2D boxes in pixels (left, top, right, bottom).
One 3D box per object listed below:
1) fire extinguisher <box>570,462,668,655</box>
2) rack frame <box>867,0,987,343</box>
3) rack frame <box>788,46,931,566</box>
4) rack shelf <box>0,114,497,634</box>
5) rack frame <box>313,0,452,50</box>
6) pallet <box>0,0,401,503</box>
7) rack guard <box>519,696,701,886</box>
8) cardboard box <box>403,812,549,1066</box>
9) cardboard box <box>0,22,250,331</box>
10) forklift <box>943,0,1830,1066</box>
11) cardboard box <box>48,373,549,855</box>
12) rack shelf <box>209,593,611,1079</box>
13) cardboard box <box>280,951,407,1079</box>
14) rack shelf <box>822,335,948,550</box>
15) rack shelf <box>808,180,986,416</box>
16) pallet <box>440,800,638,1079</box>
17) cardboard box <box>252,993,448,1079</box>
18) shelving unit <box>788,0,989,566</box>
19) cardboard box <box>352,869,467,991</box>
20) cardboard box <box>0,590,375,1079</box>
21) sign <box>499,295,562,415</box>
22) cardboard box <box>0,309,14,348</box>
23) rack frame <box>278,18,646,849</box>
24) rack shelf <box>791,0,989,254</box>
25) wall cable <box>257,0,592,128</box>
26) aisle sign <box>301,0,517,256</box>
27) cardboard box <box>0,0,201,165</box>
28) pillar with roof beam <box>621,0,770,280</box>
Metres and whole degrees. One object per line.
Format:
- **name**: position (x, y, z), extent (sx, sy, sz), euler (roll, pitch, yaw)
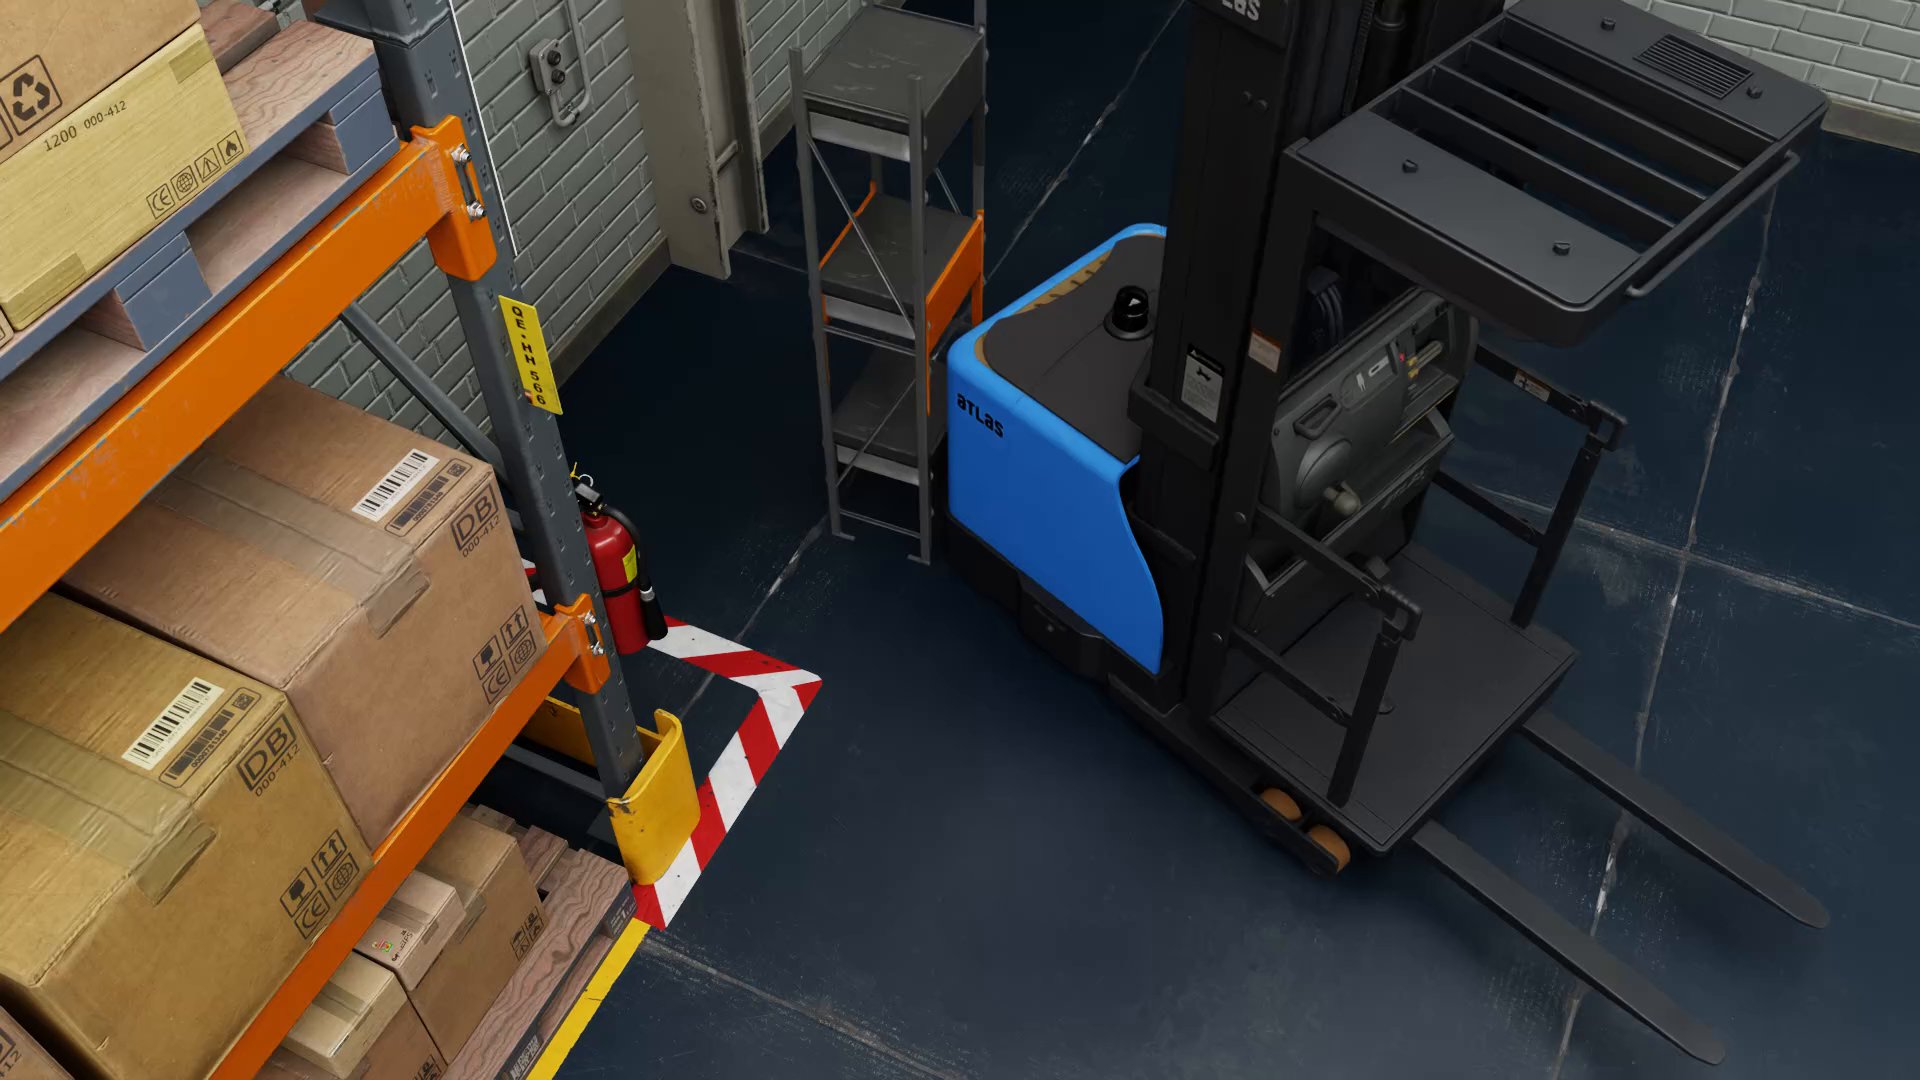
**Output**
- **fire extinguisher**: position (-0.962, 0.049, 4.535), extent (0.296, 0.674, 0.183), euler (20, 52, 16)
- **rack frame**: position (-0.108, -0.991, 5.714), extent (0.400, 2.100, 0.015), euler (17, 52, 14)
- **rack frame**: position (-0.295, -0.647, 5.422), extent (0.400, 2.100, 0.015), euler (17, 52, 14)
- **rack shelf**: position (-2.299, 0.495, 2.362), extent (1.077, 0.370, 4.000), euler (20, 52, 16)
- **rack frame**: position (-1.444, -2.088, 2.118), extent (1.000, 3.000, 0.127), euler (20, 52, 16)
- **pallet**: position (-1.752, -0.573, 2.856), extent (1.003, 0.211, 1.213), euler (20, 52, 16)
- **rack guard**: position (-1.434, 0.650, 5.369), extent (1.175, 0.500, 0.348), euler (20, 52, 16)
- **cardboard box**: position (-1.653, 1.045, 4.757), extent (0.700, 0.500, 0.500), euler (20, 52, 16)
- **cardboard box**: position (-1.517, -0.645, 2.617), extent (0.500, 0.250, 0.500), euler (21, 53, 17)
- **forklift**: position (1.325, -0.325, 4.602), extent (1.130, 2.935, 3.031), euler (-36, 59, -27)
- **cardboard box**: position (-1.653, 0.114, 3.987), extent (0.980, 0.700, 0.700), euler (22, 53, 18)
- **rack shelf**: position (-2.299, 1.467, 3.505), extent (1.077, 0.370, 4.000), euler (20, 52, 16)
- **cardboard box**: position (-1.651, 1.159, 4.234), extent (0.380, 0.149, 0.250), euler (21, 53, 17)
- **rack shelf**: position (-0.202, -0.357, 6.112), extent (0.431, 0.518, 0.480), euler (17, 52, 14)
- **rack shelf**: position (-0.202, -0.810, 5.579), extent (0.431, 0.518, 0.480), euler (17, 52, 14)
- **pallet**: position (-1.715, 1.336, 4.975), extent (1.003, 0.211, 1.213), euler (20, 52, 16)
- **cardboard box**: position (-1.867, 1.390, 4.464), extent (0.700, 0.500, 0.500), euler (20, 52, 16)
- **shelving unit**: position (-0.202, -0.819, 5.568), extent (0.431, 2.100, 0.503), euler (17, 52, 14)
- **cardboard box**: position (-1.543, 0.982, 4.384), extent (0.380, 0.149, 0.250), euler (19, 52, 16)
- **cardboard box**: position (-1.954, 0.618, 3.557), extent (0.980, 0.700, 0.700), euler (19, 52, 16)
- **sign**: position (-0.959, -0.409, 3.713), extent (0.100, 0.325, 0.005), euler (20, 52, 16)
- **cardboard box**: position (-1.738, -0.286, 2.311), extent (0.500, 0.250, 0.500), euler (18, 52, 15)
- **rack frame**: position (-1.444, -0.144, 4.403), extent (1.000, 3.000, 0.127), euler (20, 52, 16)
- **rack shelf**: position (-0.202, -1.264, 5.045), extent (0.431, 0.518, 0.480), euler (17, 52, 14)
- **wall cable**: position (-1.752, -1.662, 5.028), extent (0.084, 1.984, 1.851), euler (20, 52, 16)
- **aisle sign**: position (-1.142, -0.938, 3.372), extent (0.394, 0.787, 0.004), euler (20, 52, 16)
- **cardboard box**: position (-1.510, -0.886, 2.329), extent (0.500, 0.500, 0.500), euler (20, 52, 16)
- **pillar with roof beam**: position (2.820, -2.828, 2.747), extent (9.100, 9.000, 0.400), euler (20, 52, 16)
